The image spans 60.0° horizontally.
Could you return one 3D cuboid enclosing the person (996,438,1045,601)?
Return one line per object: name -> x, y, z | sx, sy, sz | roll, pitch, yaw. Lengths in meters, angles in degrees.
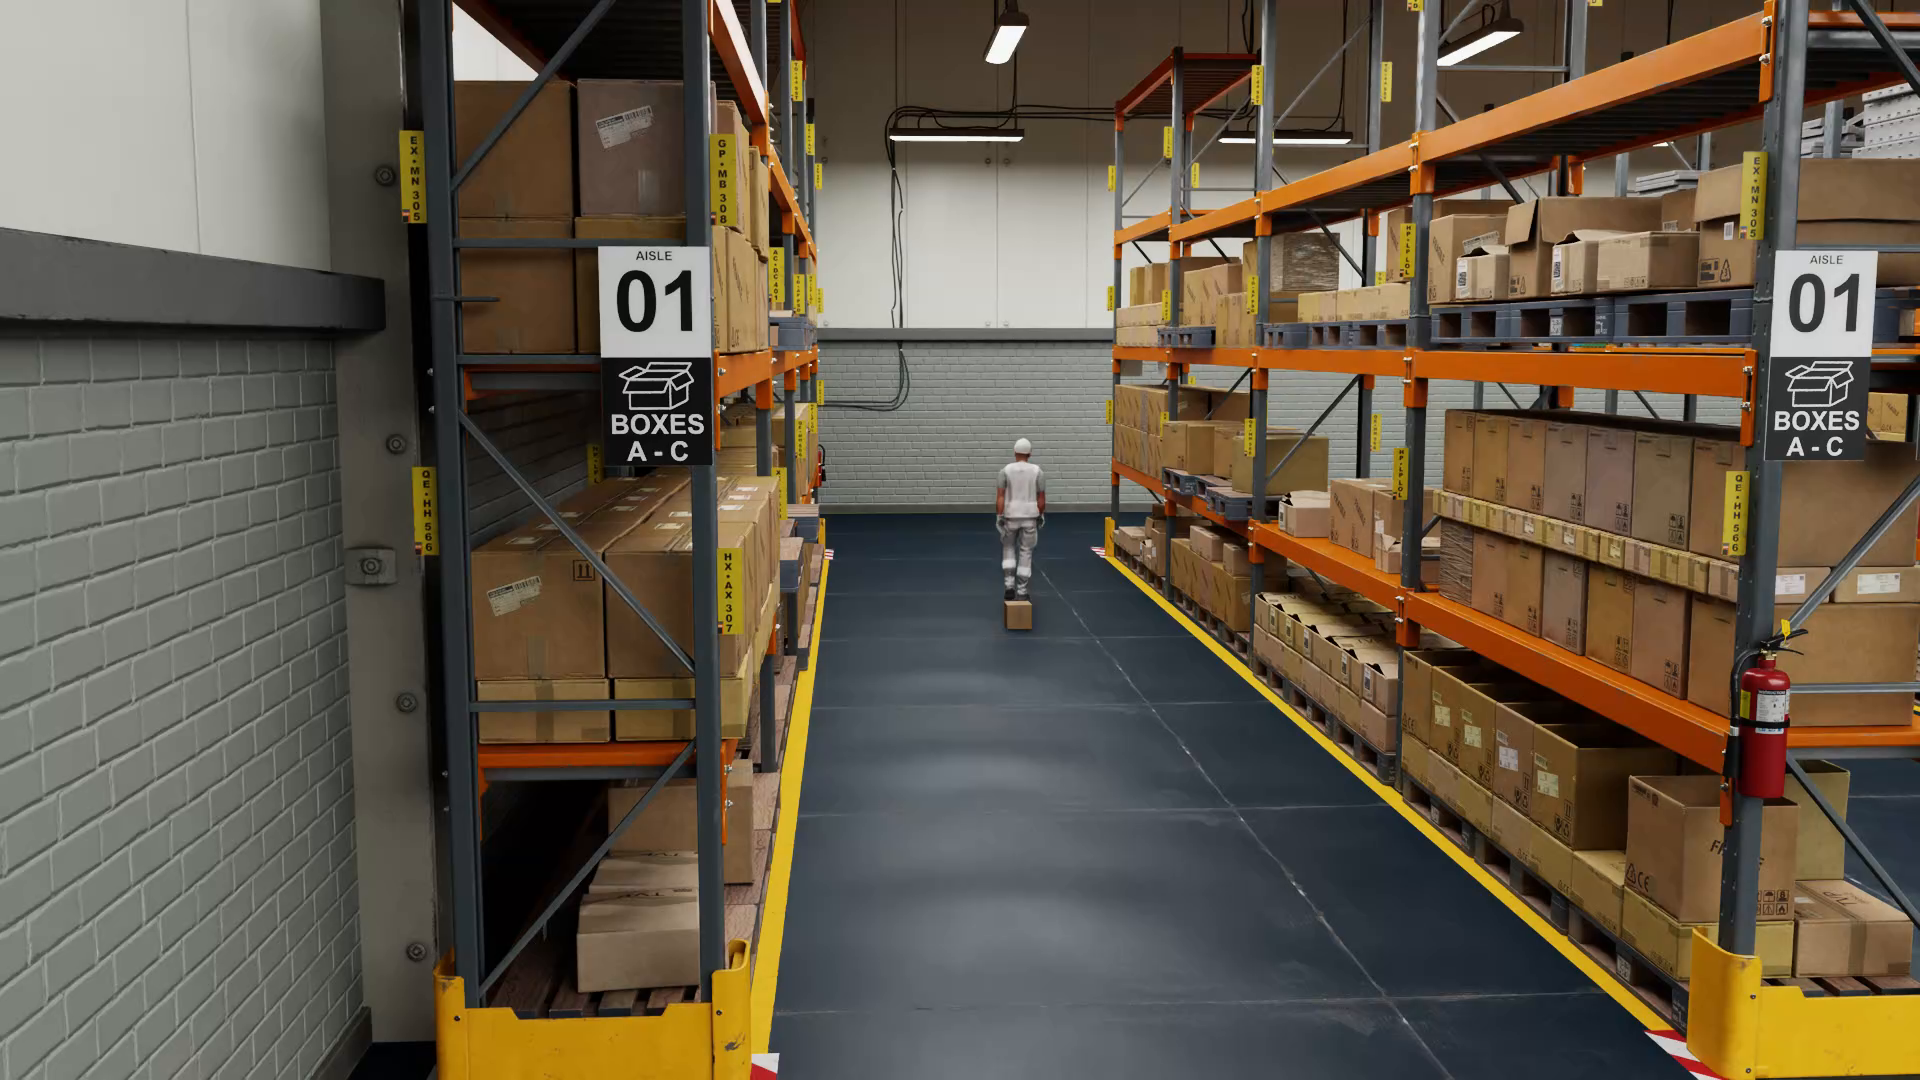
person -> 0.675, -0.209, 18.409 | 0.539, 1.837, 0.518 | 1, 7, 6
